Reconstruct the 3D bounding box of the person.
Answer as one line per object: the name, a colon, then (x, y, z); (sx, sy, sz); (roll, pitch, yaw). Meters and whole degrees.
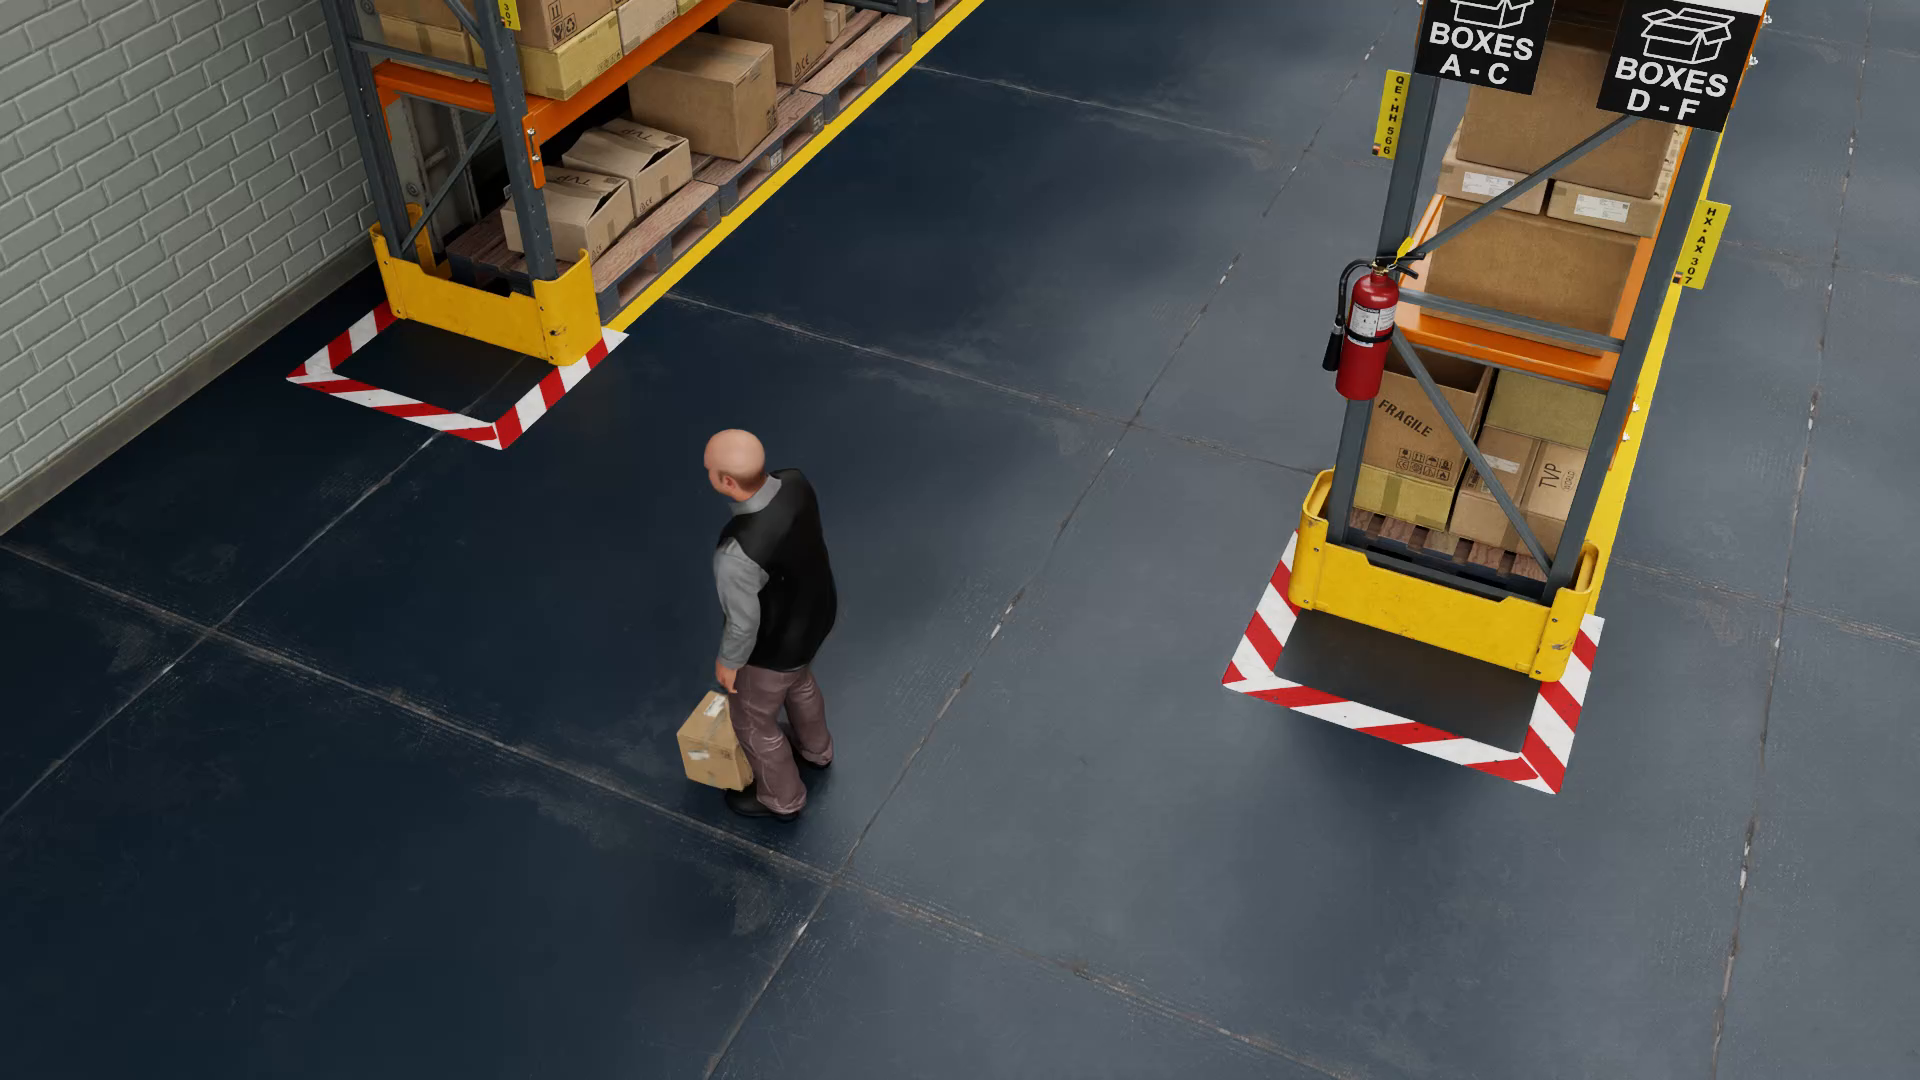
person: (-0.647, 0.356, 5.854); (0.420, 1.620, 0.569); (16, 44, 17)
